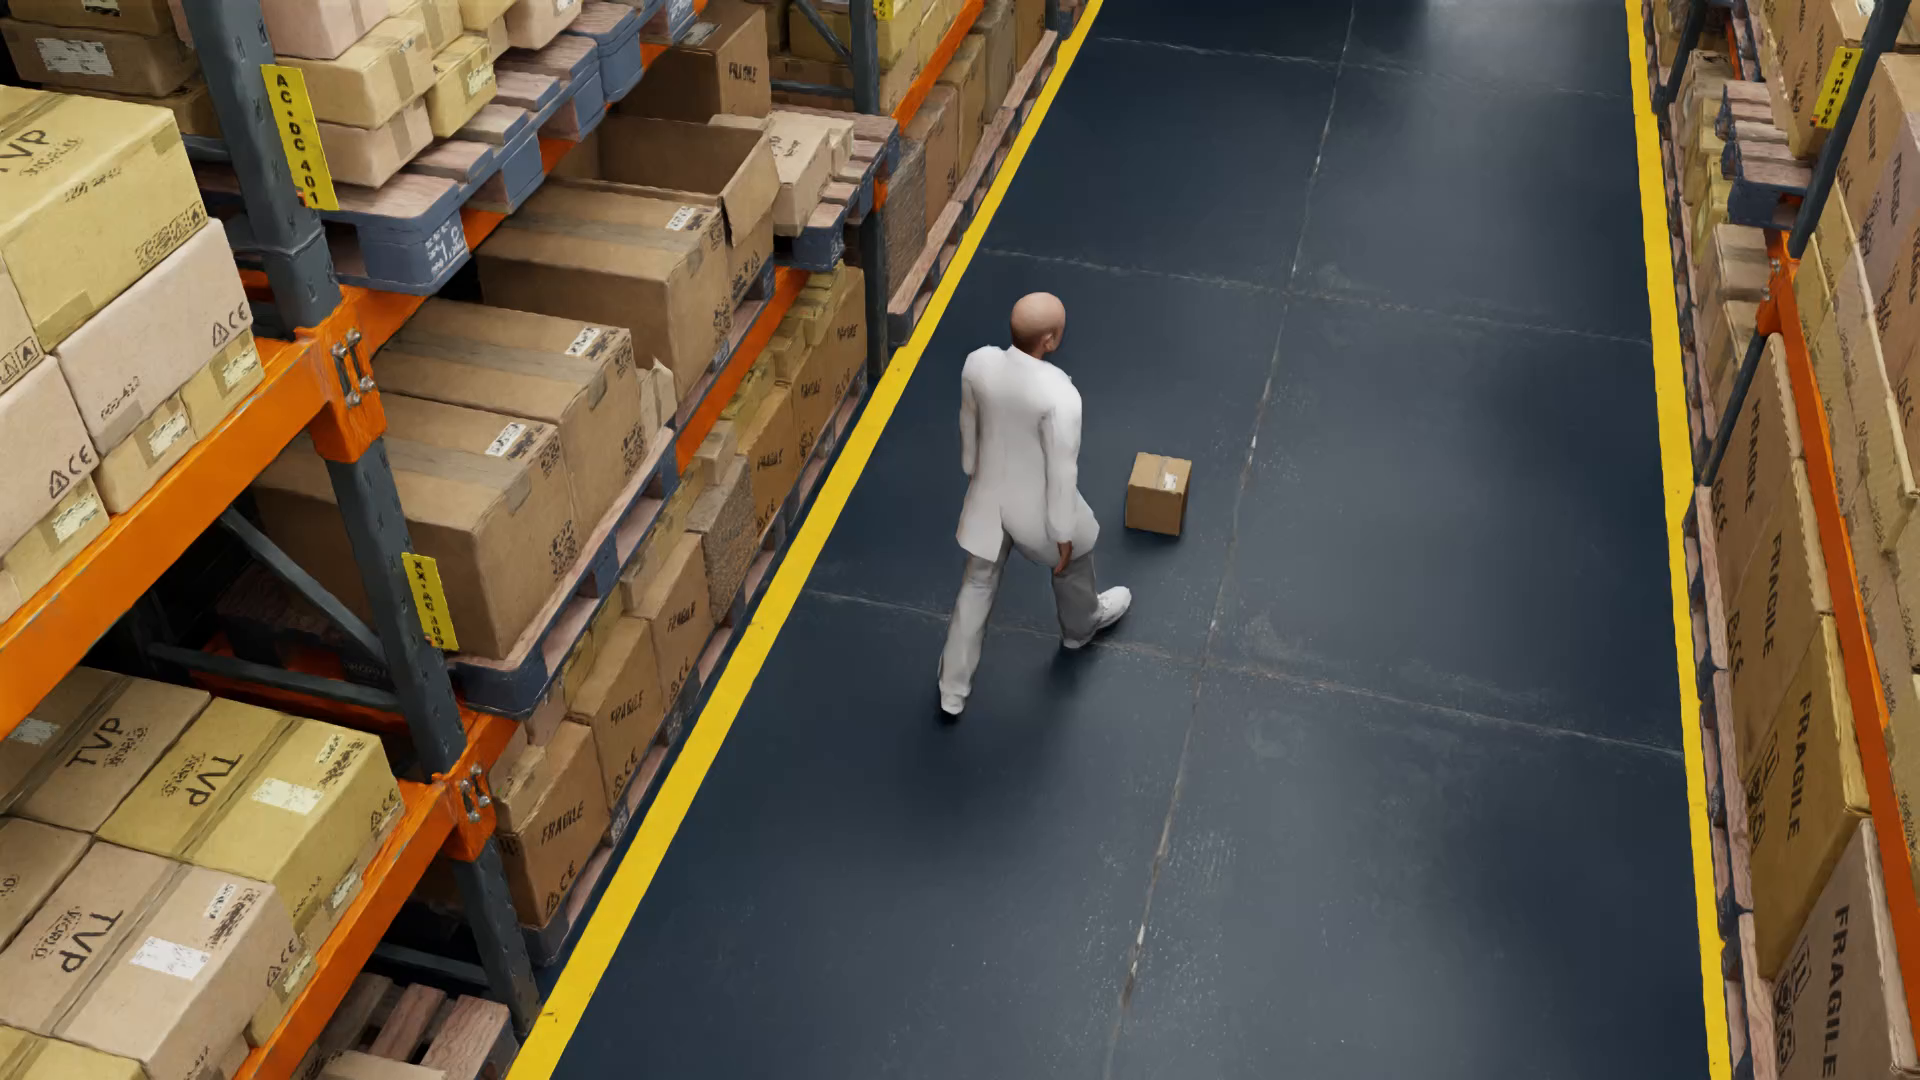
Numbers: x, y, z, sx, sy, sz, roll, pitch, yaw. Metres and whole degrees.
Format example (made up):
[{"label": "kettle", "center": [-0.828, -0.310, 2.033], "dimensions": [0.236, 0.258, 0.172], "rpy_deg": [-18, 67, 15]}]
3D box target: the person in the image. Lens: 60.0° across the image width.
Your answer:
[{"label": "person", "center": [0.254, -0.176, 6.408], "dimensions": [0.627, 1.723, 1.005], "rpy_deg": [26, 47, 27]}]
